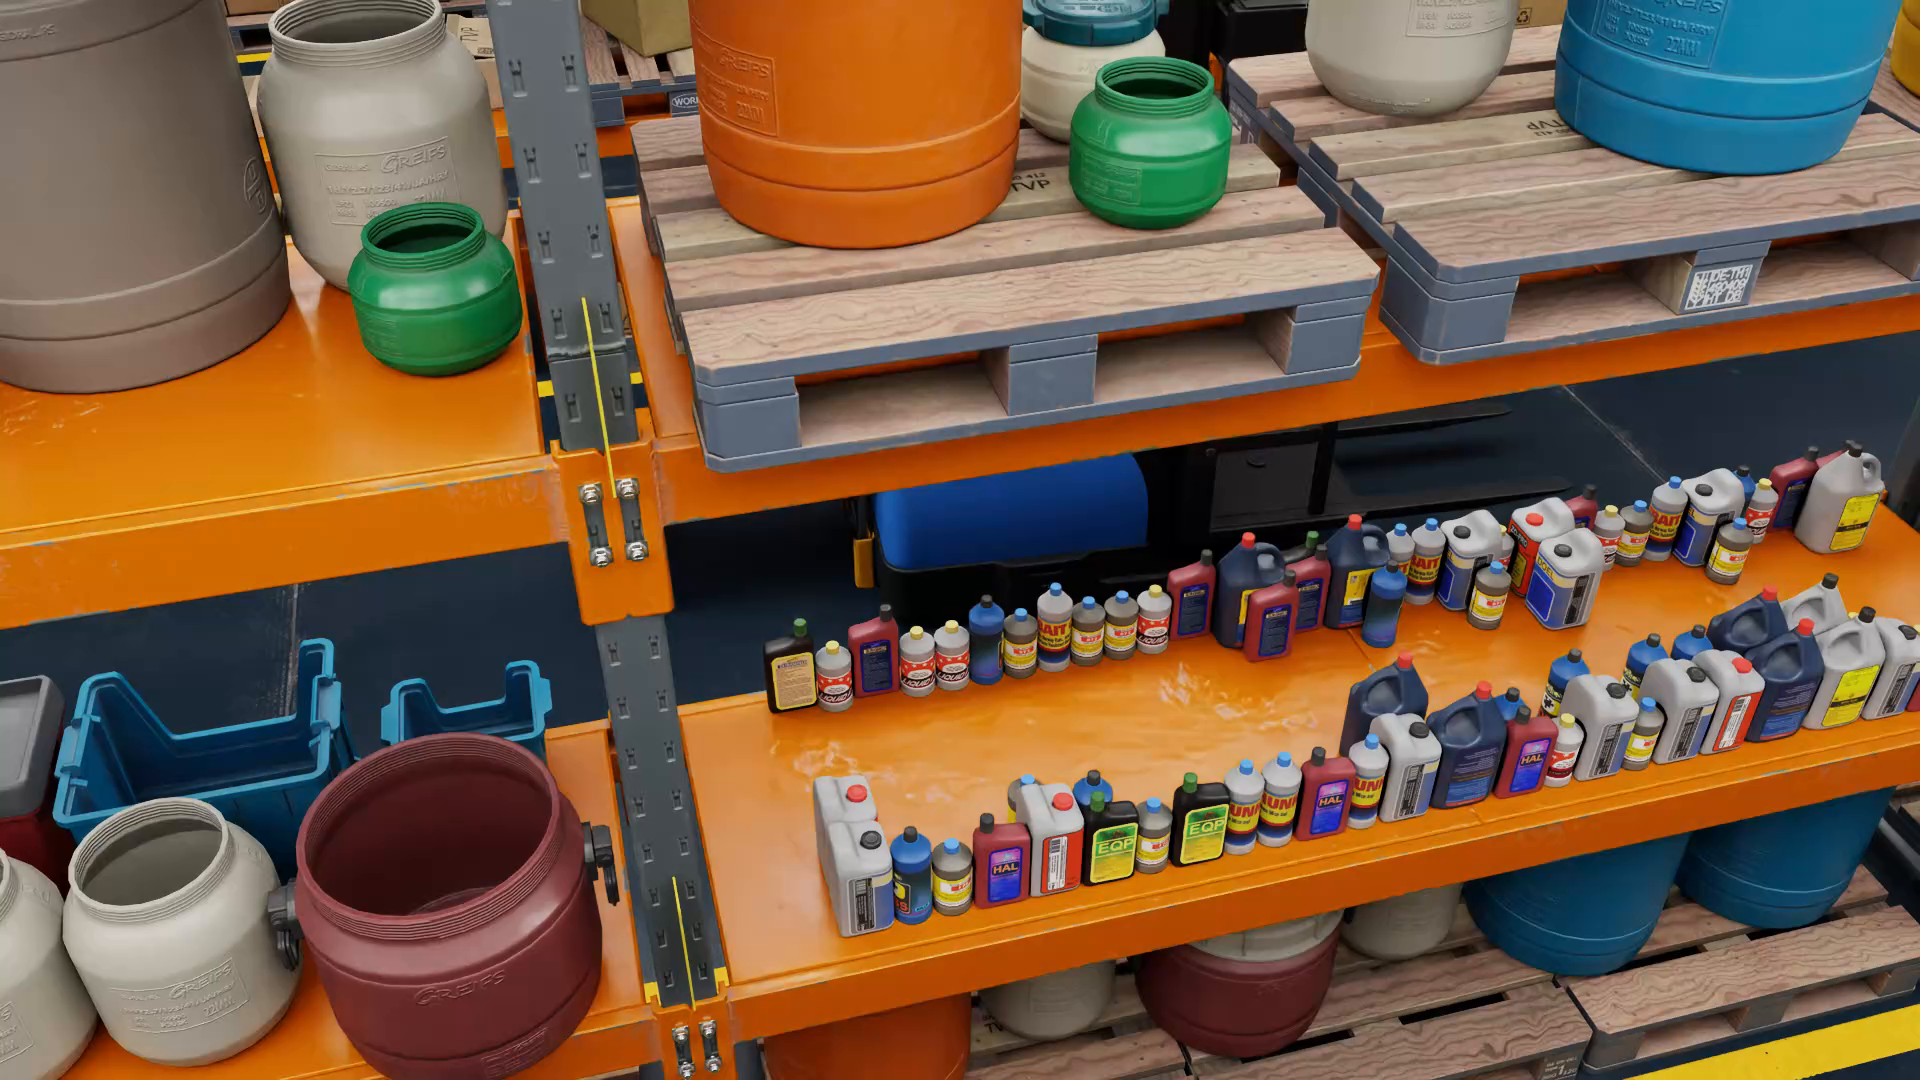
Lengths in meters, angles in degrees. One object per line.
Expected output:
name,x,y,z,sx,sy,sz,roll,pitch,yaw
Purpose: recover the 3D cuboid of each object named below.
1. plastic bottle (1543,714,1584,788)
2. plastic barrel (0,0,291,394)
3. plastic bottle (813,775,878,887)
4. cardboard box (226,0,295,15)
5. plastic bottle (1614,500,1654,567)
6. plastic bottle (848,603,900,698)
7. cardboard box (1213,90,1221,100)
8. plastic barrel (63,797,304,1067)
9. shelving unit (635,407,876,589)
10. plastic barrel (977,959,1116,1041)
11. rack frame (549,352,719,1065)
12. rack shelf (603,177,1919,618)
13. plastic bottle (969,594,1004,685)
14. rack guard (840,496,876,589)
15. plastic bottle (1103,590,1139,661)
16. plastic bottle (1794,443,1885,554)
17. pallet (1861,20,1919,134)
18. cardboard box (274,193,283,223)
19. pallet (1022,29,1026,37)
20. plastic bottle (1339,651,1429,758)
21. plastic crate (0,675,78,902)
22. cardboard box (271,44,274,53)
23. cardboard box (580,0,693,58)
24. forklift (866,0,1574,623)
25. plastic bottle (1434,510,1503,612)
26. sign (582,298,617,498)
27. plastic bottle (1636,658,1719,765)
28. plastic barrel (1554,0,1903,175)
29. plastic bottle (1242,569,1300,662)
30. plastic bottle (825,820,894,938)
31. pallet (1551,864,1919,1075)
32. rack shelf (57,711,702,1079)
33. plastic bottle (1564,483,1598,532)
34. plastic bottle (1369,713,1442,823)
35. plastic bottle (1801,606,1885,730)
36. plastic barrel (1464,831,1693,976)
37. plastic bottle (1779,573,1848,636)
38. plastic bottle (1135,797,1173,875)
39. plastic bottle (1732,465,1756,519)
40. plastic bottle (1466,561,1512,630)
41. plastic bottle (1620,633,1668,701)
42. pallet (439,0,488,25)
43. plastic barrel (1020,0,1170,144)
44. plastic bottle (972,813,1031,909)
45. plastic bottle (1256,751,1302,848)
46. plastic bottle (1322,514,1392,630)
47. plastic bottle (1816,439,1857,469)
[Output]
plastic bottle,1.533,0.529,4.253,0.097,0.201,0.097,0,37,0
plastic barrel,-1.584,-0.786,2.927,0.600,0.901,0.600,0,37,0
plastic bottle,-0.272,0.683,3.991,0.135,0.276,0.152,-9,38,-12
cardboard box,-4.999,-4.138,11.886,0.500,0.500,0.700,-10,38,-12
plastic bottle,2.015,-0.028,4.981,0.097,0.201,0.097,0,37,0
plastic bottle,-0.232,0.297,4.489,0.133,0.283,0.061,-9,38,-12
cardboard box,1.309,-2.186,9.335,0.500,0.500,0.500,-11,39,-14
plastic barrel,-1.672,0.845,3.584,0.421,0.512,0.421,0,37,0
shelving unit,-0.934,-0.516,6.690,1.083,1.500,0.587,-6,38,-8
plastic barrel,0.255,1.194,4.923,0.421,0.512,0.421,0,37,0
rack frame,-0.734,0.602,3.995,0.127,3.000,1.000,-9,38,-12
rack shelf,1.196,-0.621,3.716,4.000,0.370,1.077,-9,38,-12
plastic bottle,0.072,0.263,4.543,0.097,0.271,0.097,0,37,0
rack guard,-0.444,-0.073,7.140,0.087,0.250,0.587,-6,38,-8
plastic bottle,0.448,0.230,4.645,0.097,0.201,0.097,0,37,0
plastic bottle,2.664,-0.140,5.005,0.185,0.351,0.144,-9,38,-12
pallet,2.396,-0.967,3.732,1.003,0.211,1.213,-9,38,-12
cardboard box,-3.602,-1.524,8.229,0.500,0.311,0.500,-10,39,-13
pallet,-0.146,-2.539,8.258,1.213,0.211,1.003,-9,38,-12
plastic bottle,1.092,0.432,4.257,0.185,0.351,0.144,-9,38,-12
plastic crate,-2.374,0.653,3.875,0.583,0.464,0.402,-9,38,-12
cardboard box,-2.936,-2.241,7.784,0.500,0.311,0.500,-10,38,-12
cardboard box,-1.444,-2.677,7.853,0.500,0.500,0.700,-23,43,-27
forklift,1.106,-1.255,6.479,3.031,2.935,1.130,-6,38,-8
plastic bottle,1.463,0.050,4.817,0.135,0.276,0.152,-9,38,-12
sign,-0.584,-0.227,2.695,0.005,0.325,0.100,-9,38,-12
plastic bottle,1.862,0.428,4.323,0.135,0.276,0.152,-9,38,-12
plastic barrel,1.519,-1.229,3.161,0.708,0.901,0.600,-9,38,-12
plastic bottle,0.864,0.208,4.606,0.133,0.283,0.061,-9,38,-12
plastic bottle,-0.232,0.772,3.874,0.135,0.276,0.152,-9,38,-12
pallet,2.371,1.173,5.542,1.213,0.211,1.003,-9,38,-12
rack shelf,-2.665,1.204,3.799,4.000,0.370,1.077,-9,38,-12
plastic bottle,1.805,-0.037,4.926,0.133,0.283,0.061,-9,38,-12
plastic bottle,1.106,0.552,4.161,0.135,0.276,0.152,-9,38,-12
plastic bottle,2.325,0.325,4.397,0.185,0.351,0.144,-9,38,-12
plastic barrel,1.914,0.823,5.087,0.708,0.901,0.600,-9,38,-12
plastic bottle,2.288,0.241,4.507,0.185,0.351,0.144,-9,38,-12
plastic bottle,0.462,0.705,4.023,0.097,0.201,0.097,0,37,0
plastic bottle,2.333,-0.108,5.028,0.097,0.271,0.097,0,37,0
plastic bottle,1.514,0.150,4.748,0.097,0.201,0.097,0,37,0
plastic bottle,1.811,0.360,4.417,0.097,0.271,0.097,0,37,0
pallet,-4.072,-3.979,12.278,1.213,0.211,1.003,-9,38,-12
plastic barrel,0.262,-0.957,3.332,0.301,0.262,0.301,0,37,0
plastic bottle,0.097,0.744,3.905,0.133,0.283,0.061,-9,38,-12
plastic bottle,0.779,0.625,4.070,0.097,0.271,0.097,0,37,0
plastic bottle,1.120,0.075,4.724,0.185,0.351,0.144,-9,38,-12
plastic bottle,2.662,-0.178,5.110,0.133,0.283,0.061,-9,38,-12
